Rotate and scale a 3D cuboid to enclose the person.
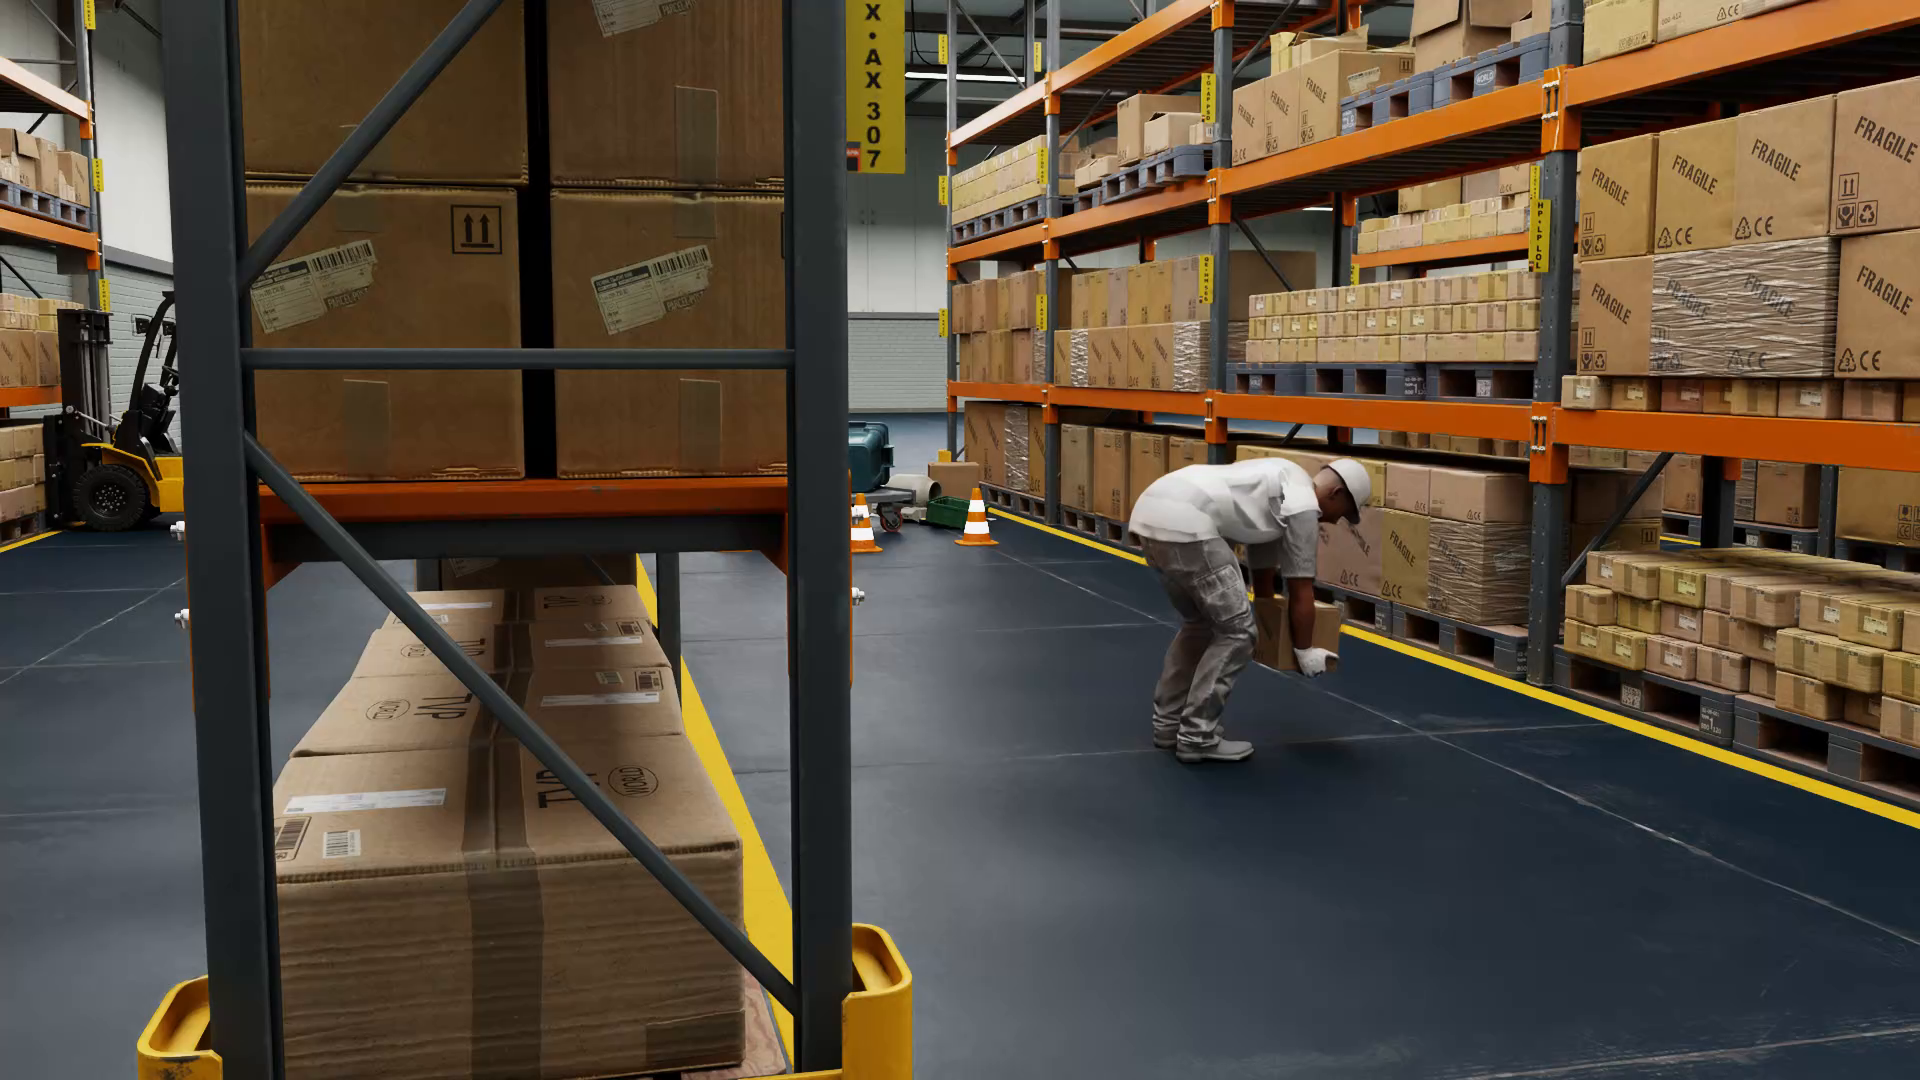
[{"bbox_3d":[1.145,0.248,6.479,0.985,1.144,0.501,-2,6,-16],"label":"person"}]
